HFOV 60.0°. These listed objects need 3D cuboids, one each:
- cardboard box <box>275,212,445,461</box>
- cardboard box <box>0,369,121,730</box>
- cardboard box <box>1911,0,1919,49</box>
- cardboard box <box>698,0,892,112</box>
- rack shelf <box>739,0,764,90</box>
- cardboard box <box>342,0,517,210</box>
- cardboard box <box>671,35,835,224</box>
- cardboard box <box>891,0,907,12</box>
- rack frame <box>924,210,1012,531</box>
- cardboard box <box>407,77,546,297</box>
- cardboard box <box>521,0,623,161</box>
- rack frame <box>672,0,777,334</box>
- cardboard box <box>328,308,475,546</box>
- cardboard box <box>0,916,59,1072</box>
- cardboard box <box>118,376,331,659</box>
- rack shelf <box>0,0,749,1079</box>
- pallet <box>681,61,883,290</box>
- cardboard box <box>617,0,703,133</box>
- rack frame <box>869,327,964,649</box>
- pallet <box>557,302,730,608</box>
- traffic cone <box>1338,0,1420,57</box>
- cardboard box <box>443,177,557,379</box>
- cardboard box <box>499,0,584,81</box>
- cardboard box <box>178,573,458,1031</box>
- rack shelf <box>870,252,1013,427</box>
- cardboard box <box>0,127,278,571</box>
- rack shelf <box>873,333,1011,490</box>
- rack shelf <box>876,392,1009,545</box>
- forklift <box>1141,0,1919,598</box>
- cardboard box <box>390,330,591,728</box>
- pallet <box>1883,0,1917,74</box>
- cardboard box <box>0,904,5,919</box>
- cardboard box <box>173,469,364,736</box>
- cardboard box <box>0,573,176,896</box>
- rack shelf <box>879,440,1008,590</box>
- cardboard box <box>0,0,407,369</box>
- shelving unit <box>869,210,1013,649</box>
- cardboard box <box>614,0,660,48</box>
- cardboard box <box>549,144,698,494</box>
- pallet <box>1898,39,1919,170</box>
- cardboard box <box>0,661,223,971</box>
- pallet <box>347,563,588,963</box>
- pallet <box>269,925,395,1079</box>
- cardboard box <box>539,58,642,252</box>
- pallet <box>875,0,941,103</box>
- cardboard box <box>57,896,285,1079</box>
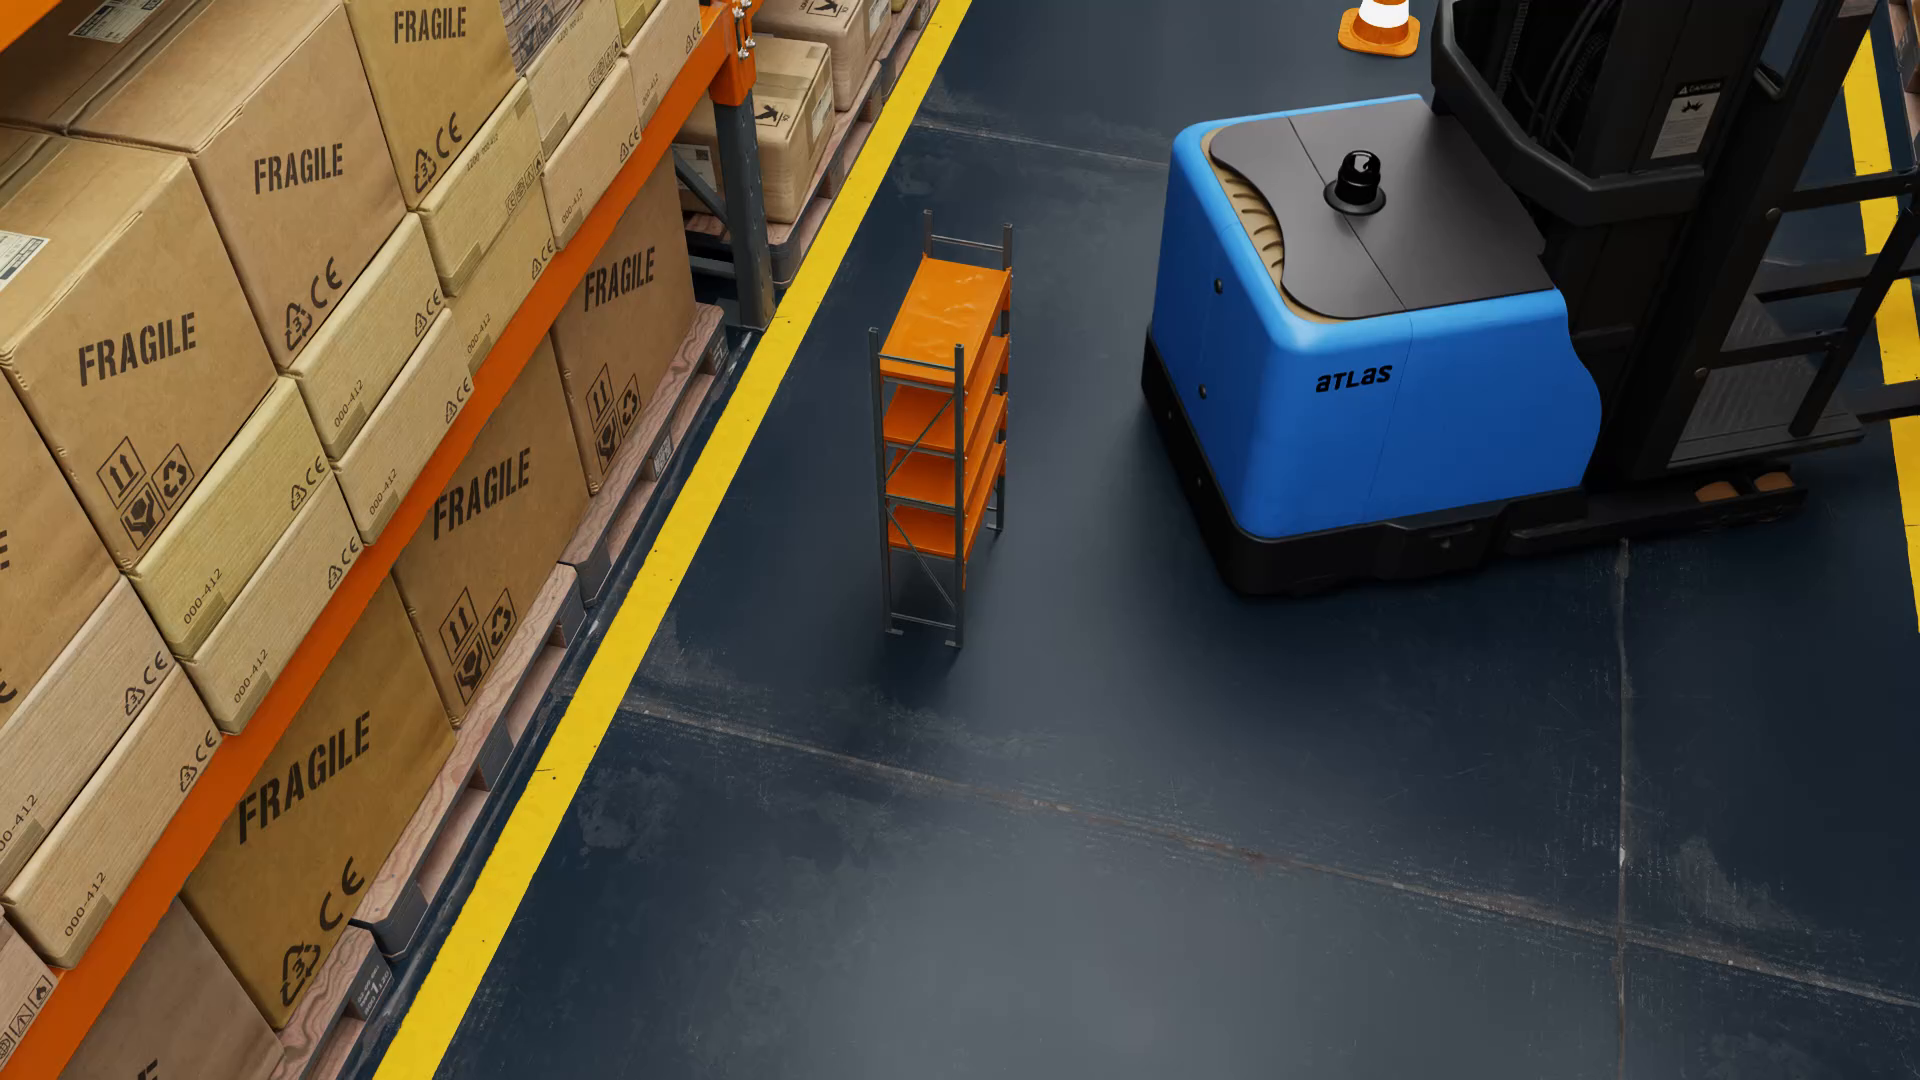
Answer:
[{"bbox_3d":[-1.422,-0.460,3.422,0.500,0.250,0.500,10,49,9],"label":"cardboard box"},{"bbox_3d":[-1.710,0.028,2.491,0.500,0.500,0.500,11,50,10],"label":"cardboard box"},{"bbox_3d":[4.363,-2.087,6.311,1.050,0.750,0.750,12,50,10],"label":"cardboard box"},{"bbox_3d":[-0.812,-2.078,6.556,0.950,0.372,0.625,11,49,9],"label":"cardboard box"},{"bbox_3d":[-0.631,-3.075,6.443,1.077,0.370,4.000,12,50,10],"label":"rack shelf"},{"bbox_3d":[-1.305,-1.074,3.464,0.500,0.500,0.500,12,50,10],"label":"cardboard box"},{"bbox_3d":[-0.999,-1.542,6.083,0.950,0.372,0.625,9,49,7],"label":"cardboard box"},{"bbox_3d":[-0.607,-2.625,7.039,0.950,0.372,0.625,13,50,11],"label":"cardboard box"},{"bbox_3d":[0.021,-0.454,4.850,0.240,1.200,0.015,12,50,10],"label":"rack frame"},{"bbox_3d":[-1.286,-0.836,3.754,0.500,0.250,0.500,10,49,9],"label":"cardboard box"},{"bbox_3d":[-1.171,-1.210,4.084,0.500,0.250,0.500,10,49,9],"label":"cardboard box"},{"bbox_3d":[-1.157,-1.866,4.897,1.000,3.000,0.127,12,50,10],"label":"rack frame"},{"bbox_3d":[-1.414,-0.292,3.607,0.500,0.250,0.500,11,49,9],"label":"cardboard box"},{"bbox_3d":[-1.840,0.810,2.634,0.500,0.250,0.500,11,49,9],"label":"cardboard box"},{"bbox_3d":[-1.554,-0.094,3.099,0.500,0.250,0.500,12,50,11],"label":"cardboard box"},{"bbox_3d":[-1.684,-0.182,3.889,1.077,0.370,4.000,12,50,10],"label":"rack shelf"},{"bbox_3d":[-0.950,-1.509,6.441,1.003,0.211,1.213,12,50,10],"label":"pallet"},{"bbox_3d":[-1.040,-1.400,4.585,0.500,0.250,0.500,10,49,9],"label":"cardboard box"},{"bbox_3d":[-0.108,-0.101,4.539,0.240,1.200,0.015,12,50,10],"label":"rack frame"},{"bbox_3d":[-1.437,-0.388,5.452,1.003,0.211,1.213,12,50,10],"label":"pallet"},{"bbox_3d":[1.808,-2.340,7.006,0.336,0.463,0.334,12,50,10],"label":"traffic cone"},{"bbox_3d":[-1.307,-0.666,3.937,0.500,0.250,0.500,11,50,10],"label":"cardboard box"},{"bbox_3d":[-1.168,-1.432,3.780,0.500,0.500,0.500,12,50,11],"label":"cardboard box"},{"bbox_3d":[-1.894,0.472,3.970,0.875,0.875,0.875,13,50,11],"label":"cardboard box"},{"bbox_3d":[-0.044,-0.537,4.400,0.258,0.148,0.480,12,50,10],"label":"rack shelf"},{"bbox_3d":[-1.575,-0.334,2.811,0.500,0.500,0.500,10,49,9],"label":"cardboard box"},{"bbox_3d":[-0.044,-0.381,4.577,0.258,0.148,0.480,12,50,10],"label":"rack shelf"},{"bbox_3d":[-0.044,-0.233,4.745,0.258,0.148,0.480,12,50,10],"label":"rack shelf"},{"bbox_3d":[2.184,-1.375,4.508,3.031,2.935,1.130,-10,49,-8],"label":"forklift"},{"bbox_3d":[-1.658,-0.175,4.541,0.875,0.875,0.875,12,50,10],"label":"cardboard box"},{"bbox_3d":[4.567,-2.360,7.192,1.003,0.211,1.213,12,50,10],"label":"pallet"},{"bbox_3d":[-1.822,0.649,2.444,0.500,0.250,0.500,10,49,9],"label":"cardboard box"},{"bbox_3d":[-1.555,0.068,3.289,0.500,0.250,0.500,11,50,10],"label":"cardboard box"},{"bbox_3d":[-1.712,0.266,2.781,0.500,0.250,0.500,12,50,11],"label":"cardboard box"},{"bbox_3d":[-0.044,-0.101,4.894,0.258,0.148,0.480,12,50,10],"label":"rack shelf"},{"bbox_3d":[-1.445,-0.709,3.142,0.500,0.500,0.500,11,49,9],"label":"cardboard box"},{"bbox_3d":[-0.044,-0.277,4.694,0.258,1.200,0.503,12,50,10],"label":"shelving unit"},{"bbox_3d":[-1.040,-1.582,4.412,0.500,0.250,0.500,11,50,10],"label":"cardboard box"},{"bbox_3d":[-1.419,-0.819,5.109,0.875,0.875,0.875,11,50,10],"label":"cardboard box"},{"bbox_3d":[4.248,-1.475,6.411,1.003,0.211,1.213,12,50,10],"label":"pallet"},{"bbox_3d":[-1.705,0.436,2.965,0.500,0.250,0.500,10,49,9],"label":"cardboard box"},{"bbox_3d":[-1.761,0.491,4.675,1.003,0.211,1.213,12,50,10],"label":"pallet"},{"bbox_3d":[-2.080,1.377,3.894,1.003,0.211,1.213,12,50,10],"label":"pallet"},{"bbox_3d":[-1.159,-1.027,4.256,0.500,0.250,0.500,12,50,11],"label":"cardboard box"},{"bbox_3d":[-0.627,-2.388,7.217,1.003,0.211,1.213,12,50,10],"label":"pallet"},{"bbox_3d":[-2.124,1.127,3.392,0.875,0.875,0.875,13,50,11],"label":"cardboard box"}]
